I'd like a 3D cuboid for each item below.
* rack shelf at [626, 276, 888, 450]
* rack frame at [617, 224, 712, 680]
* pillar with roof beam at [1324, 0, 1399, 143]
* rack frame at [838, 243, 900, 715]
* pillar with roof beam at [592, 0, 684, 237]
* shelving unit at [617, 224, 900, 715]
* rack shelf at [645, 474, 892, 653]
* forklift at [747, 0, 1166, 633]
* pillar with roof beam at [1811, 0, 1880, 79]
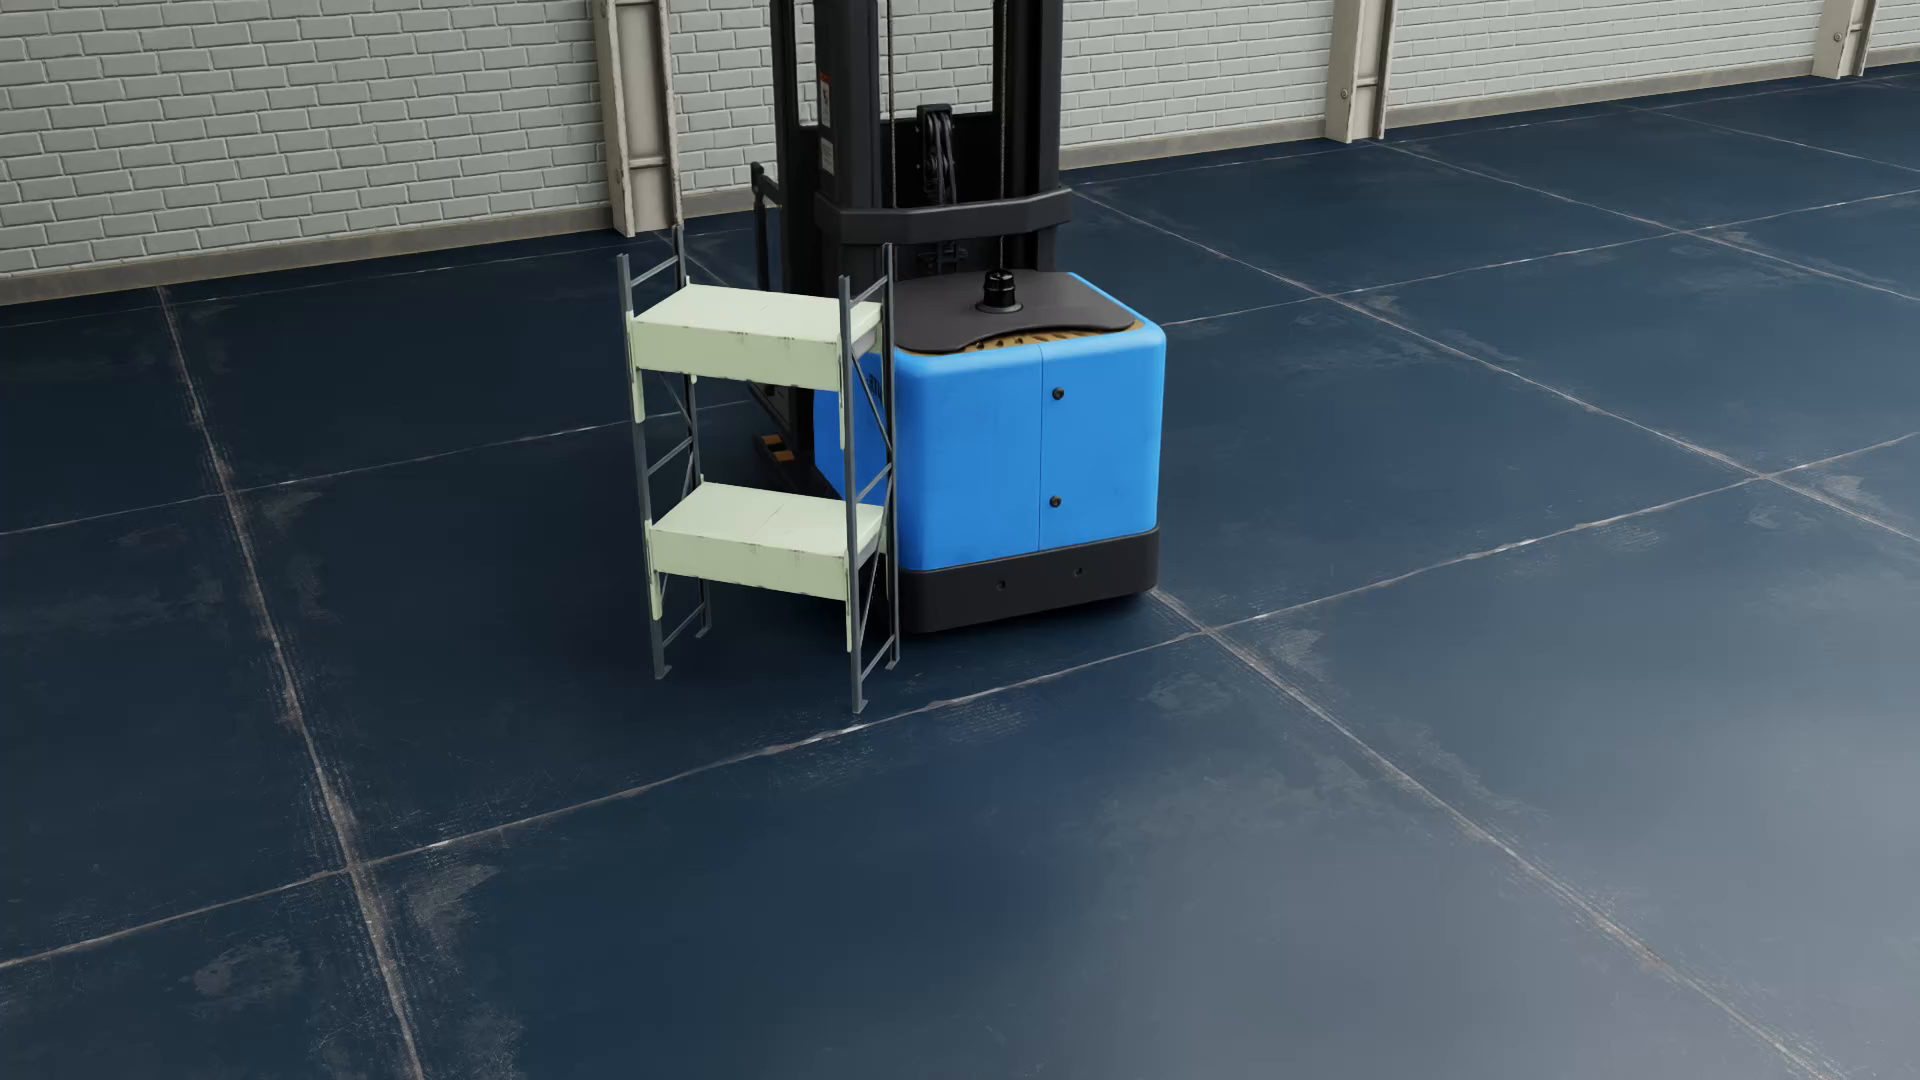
[{"bbox_3d":[-0.633,-0.578,5.319,0.720,0.370,0.431,8,27,16],"label":"rack shelf"},{"bbox_3d":[-0.981,-0.275,5.591,0.023,1.500,0.400,8,27,16],"label":"rack frame"},{"bbox_3d":[5.244,-5.713,8.252,0.400,9.000,9.100,-13,29,-25],"label":"pillar with roof beam"},{"bbox_3d":[-0.286,-0.176,5.384,0.023,1.500,0.400,8,27,16],"label":"rack frame"},{"bbox_3d":[-0.050,-4.491,5.706,0.400,9.000,9.100,-13,29,-25],"label":"pillar with roof beam"},{"bbox_3d":[-0.633,-0.226,5.487,0.755,1.500,0.431,8,27,16],"label":"shelving unit"},{"bbox_3d":[-0.633,0.068,5.629,0.720,0.370,0.431,8,27,16],"label":"rack shelf"},{"bbox_3d":[-0.272,-1.604,6.705,1.130,2.935,3.031,-10,27,-19],"label":"forklift"},{"bbox_3d":[10.538,-6.935,10.797,0.400,9.000,9.100,-13,29,-25],"label":"pillar with roof beam"}]
